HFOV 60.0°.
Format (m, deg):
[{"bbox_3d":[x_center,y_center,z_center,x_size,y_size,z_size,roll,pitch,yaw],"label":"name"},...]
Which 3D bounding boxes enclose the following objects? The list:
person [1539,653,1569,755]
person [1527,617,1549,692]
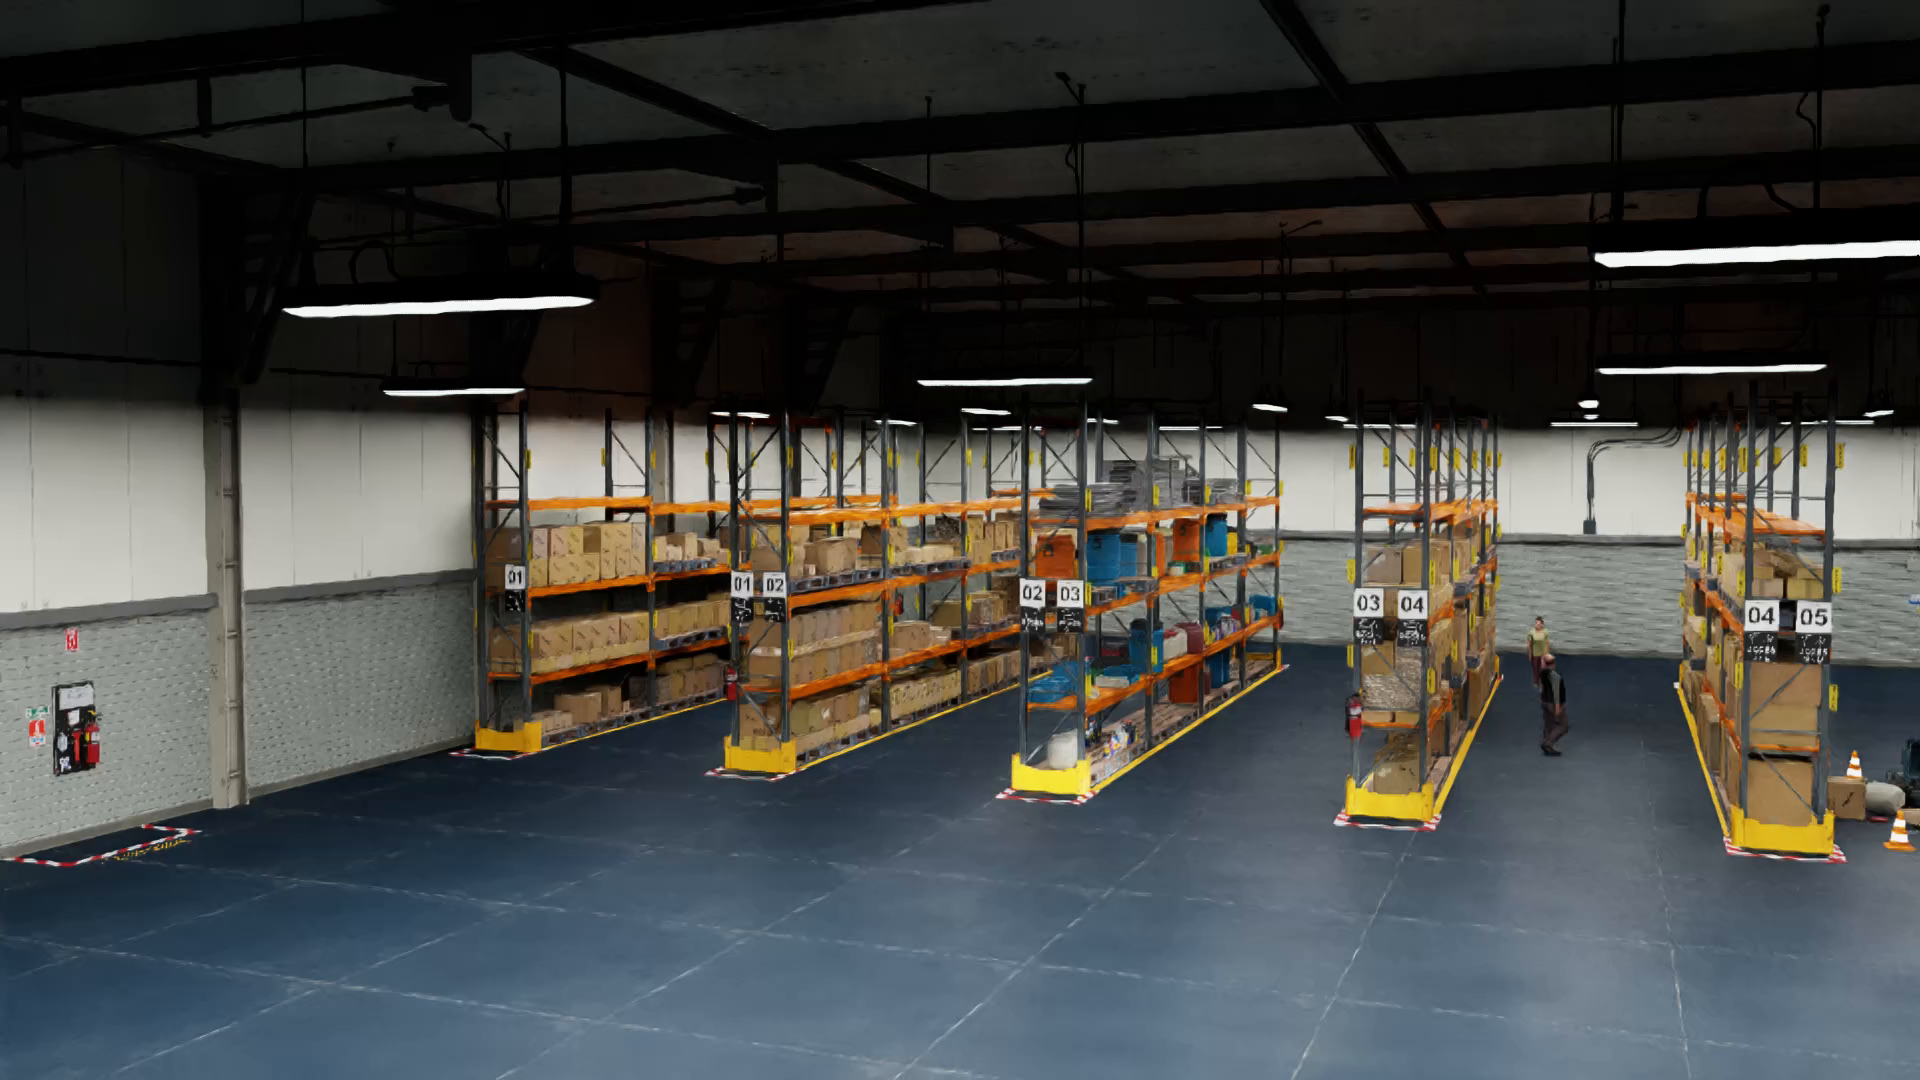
[{"bbox_3d":[9.977,2.775,28.047,0.445,1.718,0.564,0,3,-6],"label":"person"},{"bbox_3d":[12.479,2.453,35.903,0.448,1.571,1.110,1,3,23],"label":"person"}]
